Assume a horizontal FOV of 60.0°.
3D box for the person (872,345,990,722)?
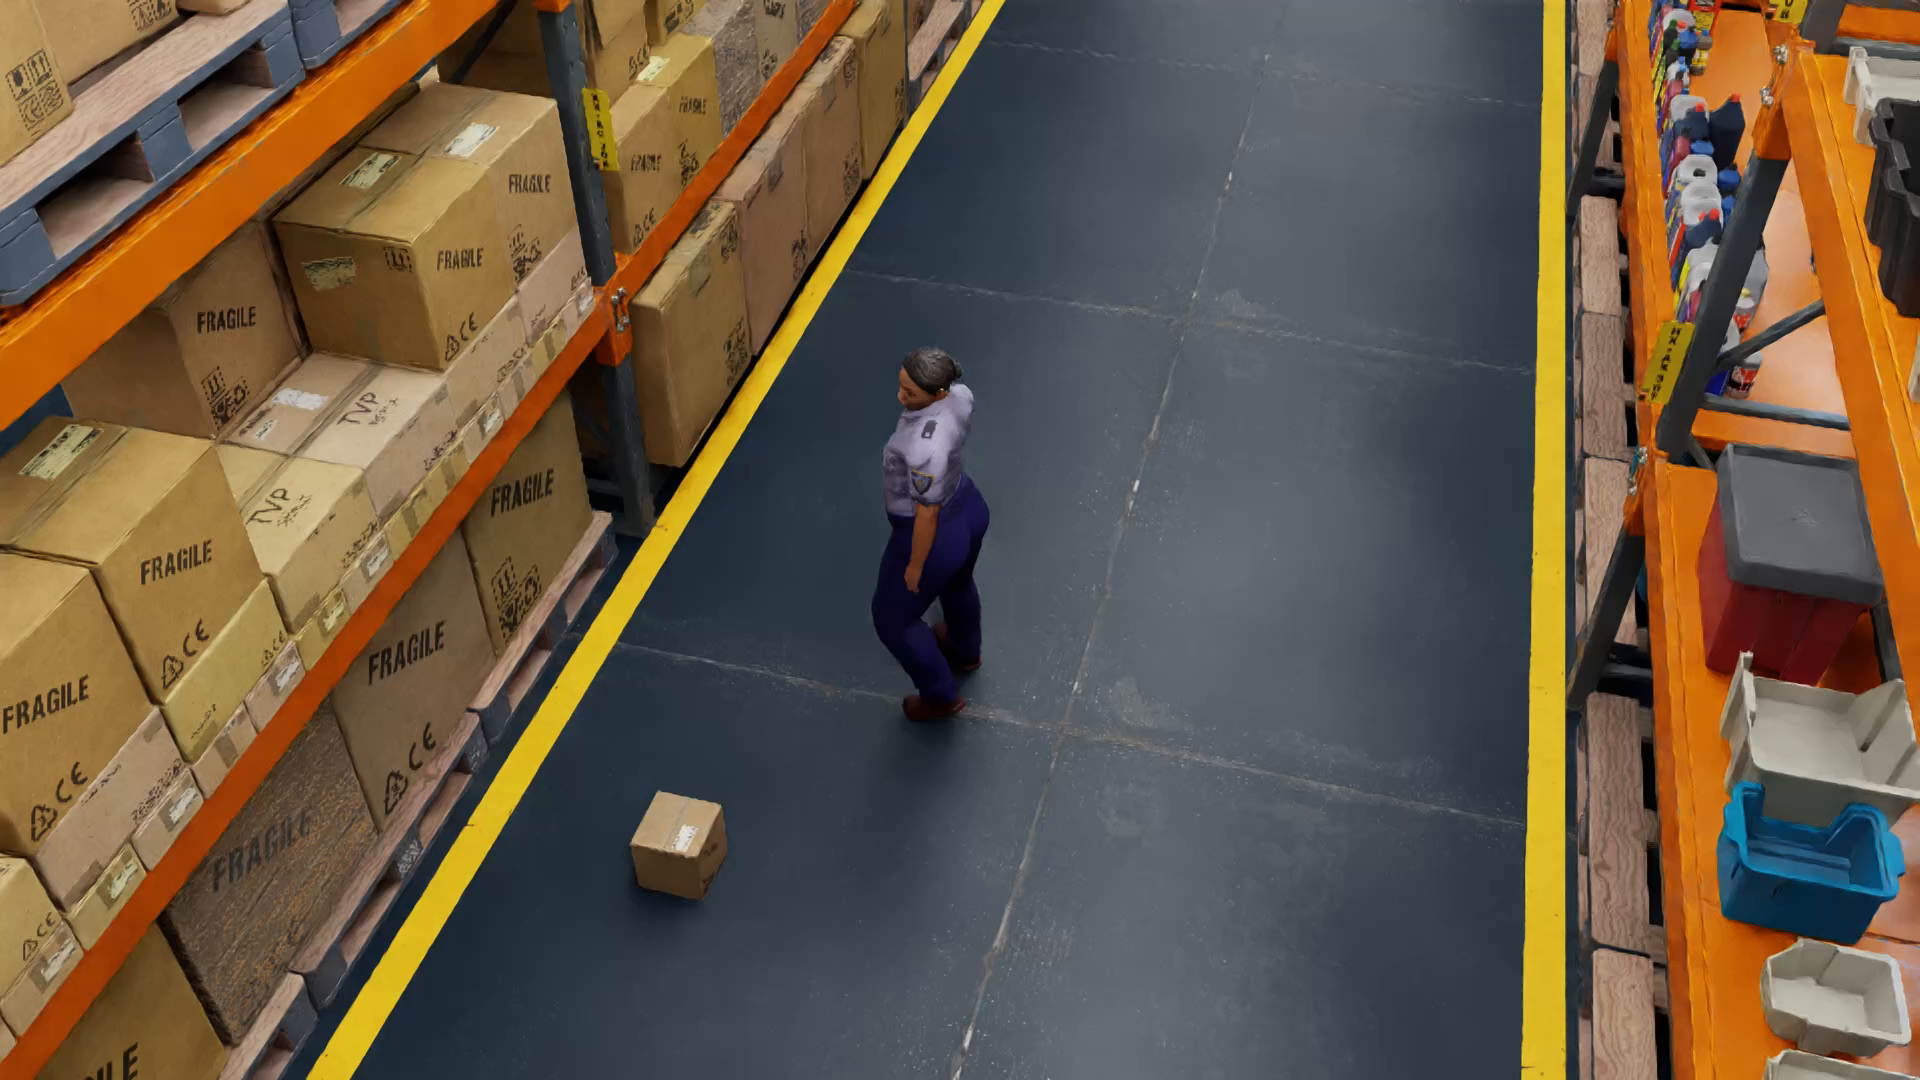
[{"bbox_3d":[-0.078,-0.052,6.220,0.371,1.665,0.565,15,43,17],"label":"person"}]
